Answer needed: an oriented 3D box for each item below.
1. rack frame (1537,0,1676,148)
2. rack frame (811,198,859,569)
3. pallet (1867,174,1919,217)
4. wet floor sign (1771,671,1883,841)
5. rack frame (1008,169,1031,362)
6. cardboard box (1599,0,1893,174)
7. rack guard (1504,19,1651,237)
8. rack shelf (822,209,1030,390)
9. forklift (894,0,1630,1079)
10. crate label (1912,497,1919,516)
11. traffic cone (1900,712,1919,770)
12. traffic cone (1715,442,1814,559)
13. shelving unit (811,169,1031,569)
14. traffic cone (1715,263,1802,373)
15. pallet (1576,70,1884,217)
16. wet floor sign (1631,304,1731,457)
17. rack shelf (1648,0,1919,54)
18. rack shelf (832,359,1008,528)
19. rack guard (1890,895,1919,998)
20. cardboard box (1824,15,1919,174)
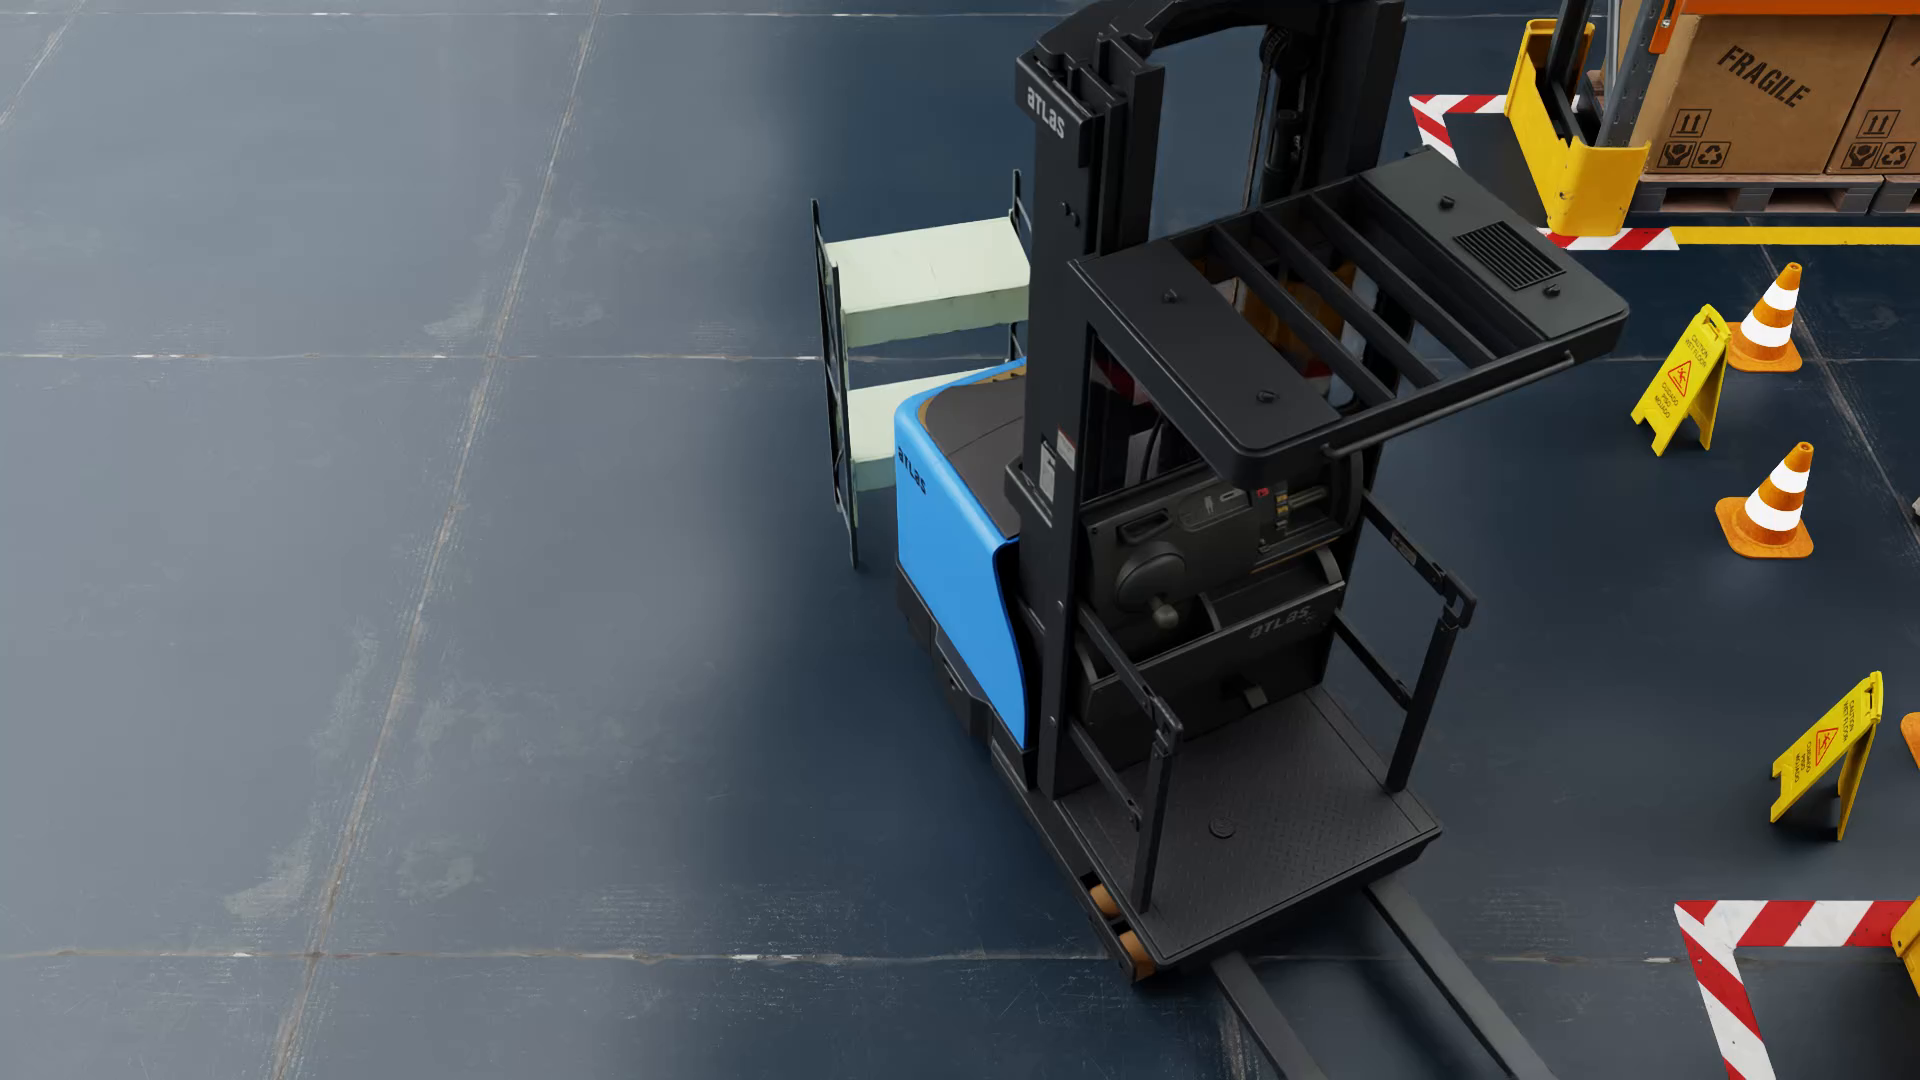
[{"bbox_3d":[3.099,-2.935,7.432,0.127,3.000,1.000,0,47,0],"label":"rack frame"},{"bbox_3d":[-0.464,-0.541,6.229,0.023,1.500,0.400,-10,48,-9],"label":"rack frame"},{"bbox_3d":[5.116,-2.034,8.499,1.213,0.211,1.003,0,47,0],"label":"pallet"},{"bbox_3d":[2.996,0.707,5.651,0.232,0.644,0.267,15,49,14],"label":"wet floor sign"},{"bbox_3d":[0.247,-0.669,6.348,0.023,1.500,0.400,-10,48,-9],"label":"rack frame"},{"bbox_3d":[3.778,-2.400,8.100,0.875,0.875,0.875,0,47,0],"label":"cardboard box"},{"bbox_3d":[3.075,-2.083,8.347,0.348,0.500,1.175,0,47,0],"label":"rack guard"},{"bbox_3d":[-0.108,-0.871,6.003,0.720,0.370,0.431,-10,48,-9],"label":"rack shelf"},{"bbox_3d":[0.877,0.052,4.699,1.130,2.935,3.031,-21,50,-18],"label":"forklift"},{"bbox_3d":[4.067,-0.136,6.783,0.298,0.136,0.250,-23,51,-20],"label":"crate label"},{"bbox_3d":[3.617,0.610,5.866,0.334,0.463,0.336,0,47,0],"label":"traffic cone"},{"bbox_3d":[3.281,-0.203,6.623,0.334,0.463,0.336,0,47,0],"label":"traffic cone"},{"bbox_3d":[-0.108,-0.605,6.288,0.755,1.500,0.431,-10,48,-9],"label":"shelving unit"},{"bbox_3d":[3.625,-1.030,7.392,0.334,0.463,0.336,0,47,0],"label":"traffic cone"},{"bbox_3d":[3.899,-2.040,8.504,1.213,0.211,1.003,0,47,0],"label":"pallet"},{"bbox_3d":[3.063,-0.683,6.945,0.232,0.644,0.267,-7,47,-7],"label":"wet floor sign"},{"bbox_3d":[5.099,-2.684,7.691,4.000,0.370,1.077,0,47,0],"label":"rack shelf"},{"bbox_3d":[-0.108,-0.383,6.527,0.720,0.370,0.431,-10,48,-9],"label":"rack shelf"},{"bbox_3d":[3.258,1.541,4.974,0.348,0.500,1.175,0,47,0],"label":"rack guard"},{"bbox_3d":[4.658,-2.400,8.099,0.875,0.875,0.875,-1,47,0],"label":"cardboard box"}]
